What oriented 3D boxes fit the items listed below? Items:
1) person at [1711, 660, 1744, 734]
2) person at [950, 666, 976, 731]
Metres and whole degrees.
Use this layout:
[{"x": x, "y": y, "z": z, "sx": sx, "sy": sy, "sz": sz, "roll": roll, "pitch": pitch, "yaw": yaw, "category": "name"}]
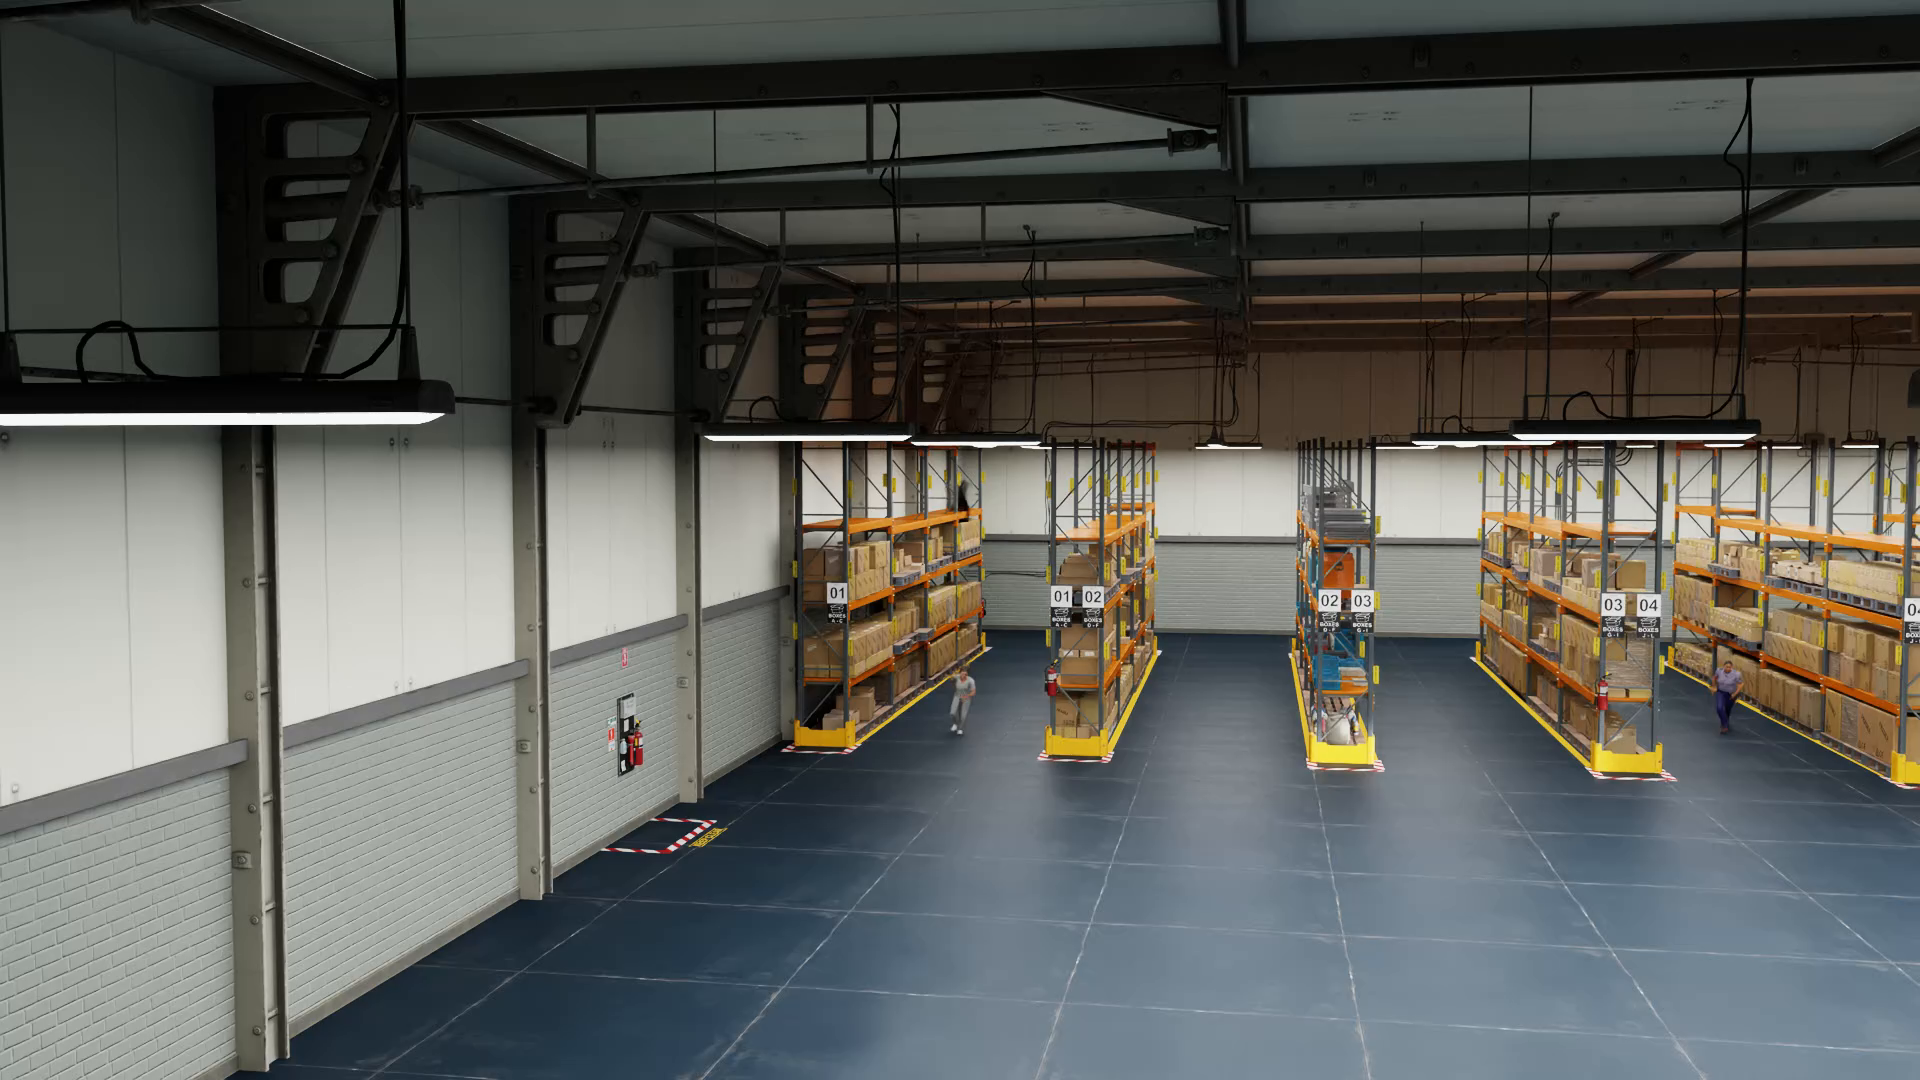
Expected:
[{"x": 15.732, "y": 3.163, "z": 34.076, "sx": 0.604, "sy": 1.503, "sz": 1.011, "roll": 2, "pitch": 3, "yaw": 26, "category": "person"}, {"x": 0.047, "y": 3.203, "z": 33.418, "sx": 0.584, "sy": 1.406, "sz": 0.899, "roll": 0, "pitch": 3, "yaw": 9, "category": "person"}]
